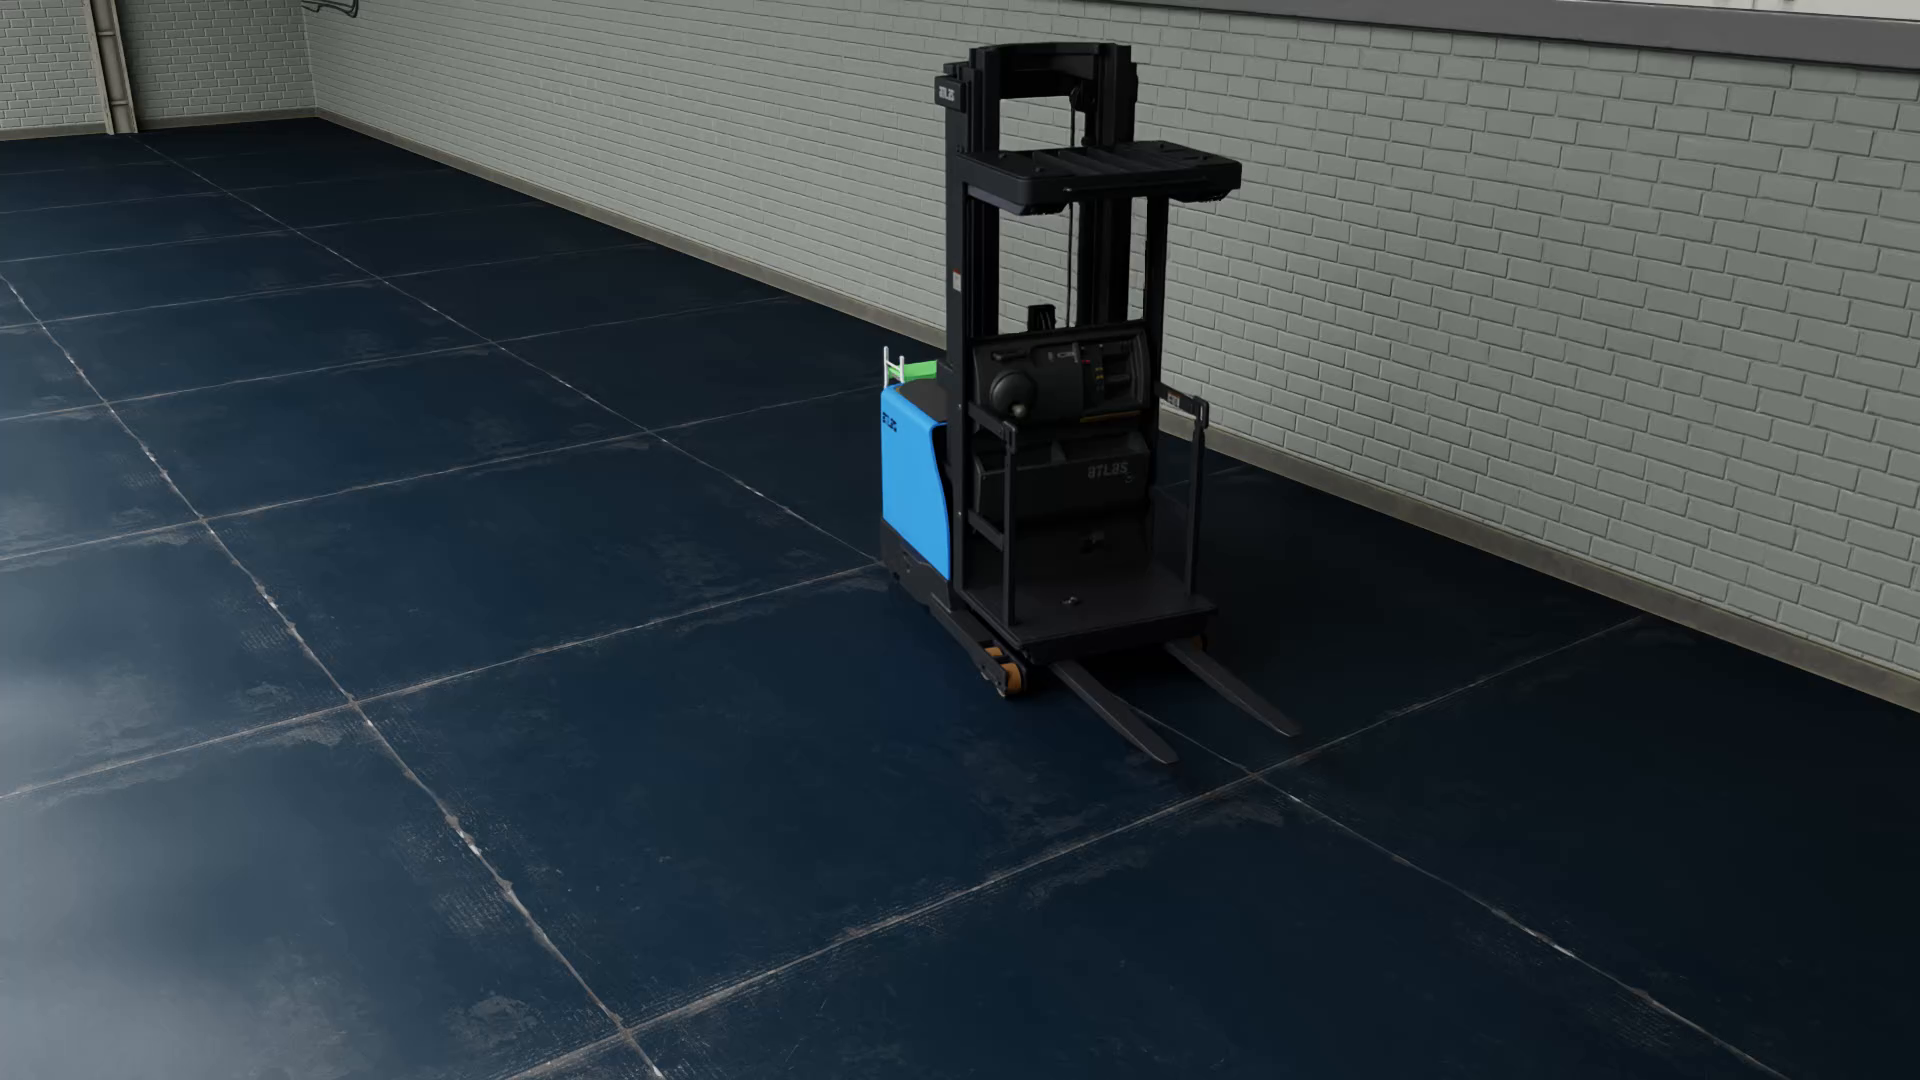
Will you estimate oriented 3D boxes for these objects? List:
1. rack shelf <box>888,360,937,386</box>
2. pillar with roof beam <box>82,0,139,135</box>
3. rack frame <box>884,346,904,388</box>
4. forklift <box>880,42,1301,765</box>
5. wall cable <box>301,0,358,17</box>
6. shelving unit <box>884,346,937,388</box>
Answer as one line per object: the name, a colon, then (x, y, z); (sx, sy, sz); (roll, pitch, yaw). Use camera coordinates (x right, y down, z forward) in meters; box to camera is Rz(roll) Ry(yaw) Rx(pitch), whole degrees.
rack shelf: (-0.151, -0.924, 9.470); (0.480, 0.148, 0.258); (-10, 24, -24)
pillar with roof beam: (-10.399, -9.167, 20.728); (0.400, 9.000, 9.100); (-15, 26, -33)
rack frame: (-0.369, -0.498, 9.524); (0.015, 1.200, 0.240); (-10, 24, -24)
forklift: (0.585, -0.784, 7.906); (1.130, 2.935, 3.031); (-9, 23, -21)
wall cable: (-9.750, -9.260, 25.150); (0.112, 2.526, 3.097); (-15, 26, -33)
shelving unit: (-0.151, -0.538, 9.625); (0.503, 1.200, 0.258); (-10, 24, -24)
